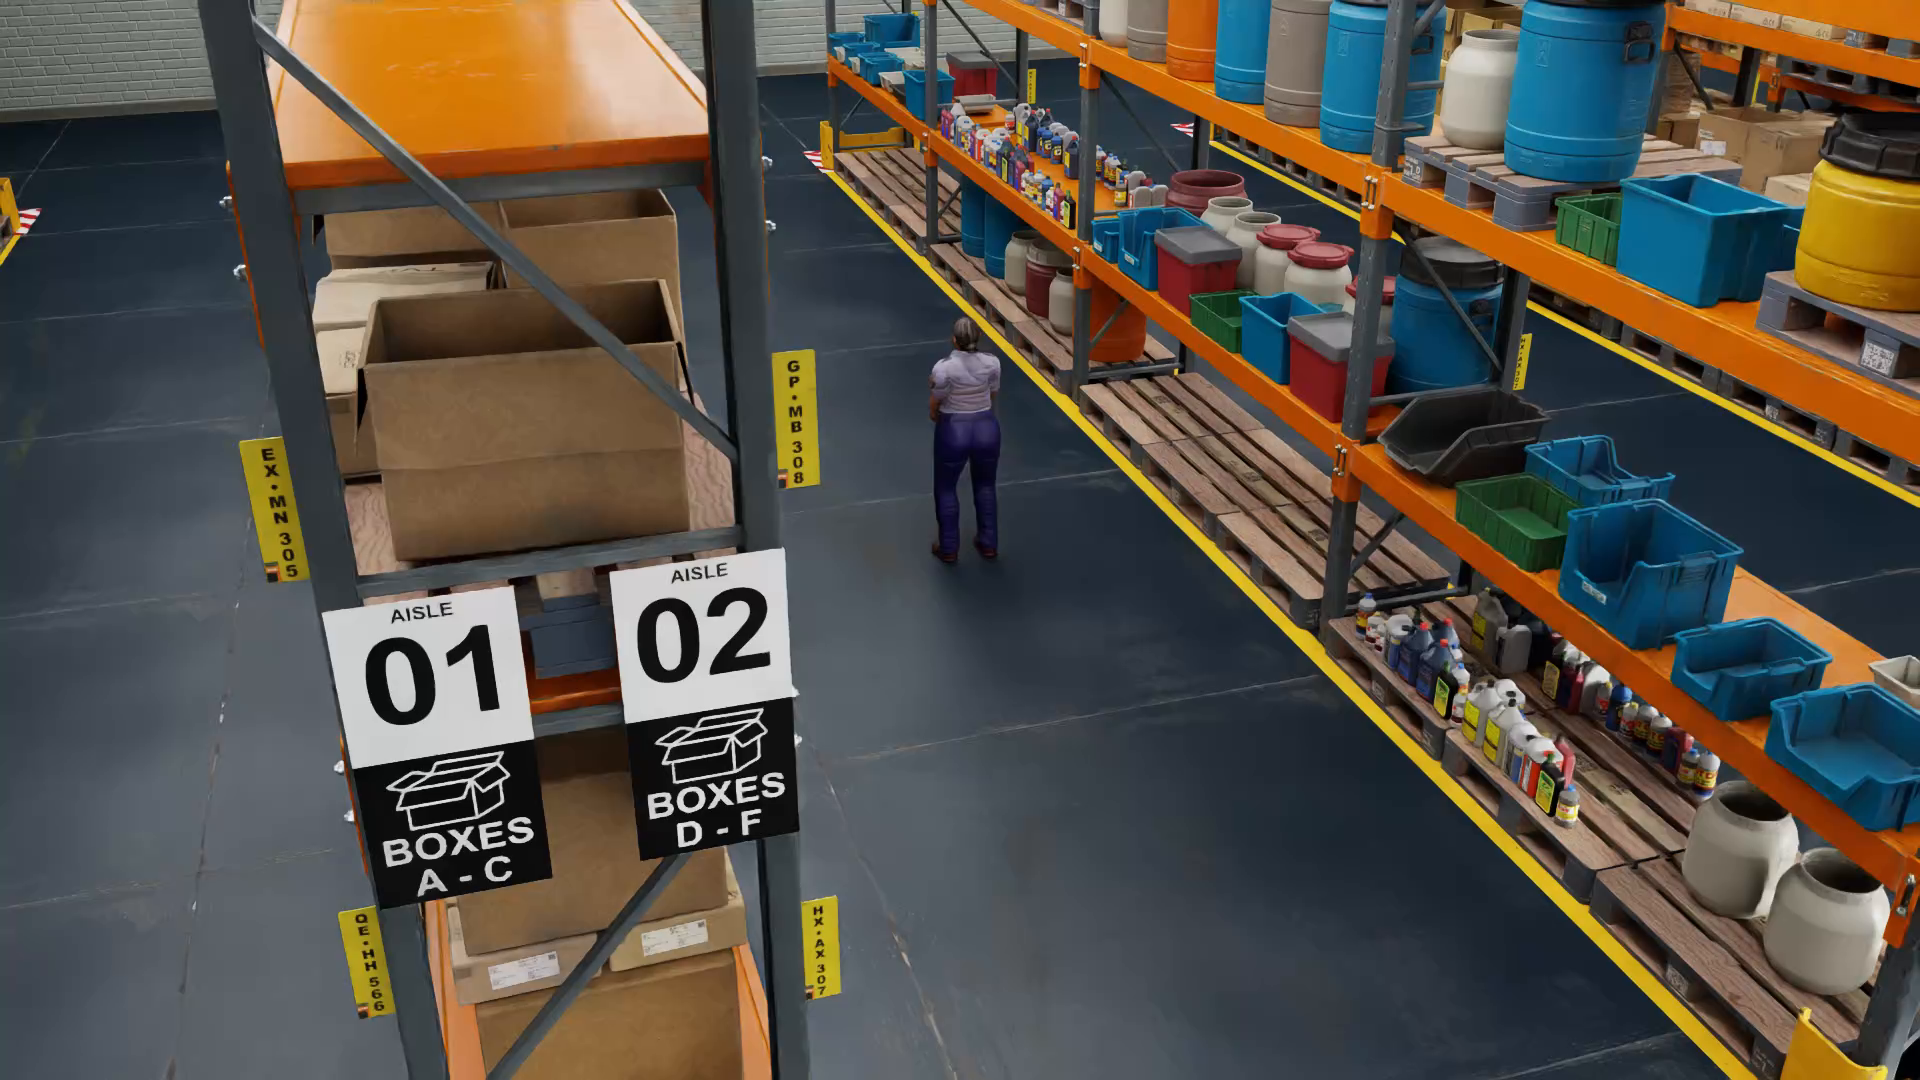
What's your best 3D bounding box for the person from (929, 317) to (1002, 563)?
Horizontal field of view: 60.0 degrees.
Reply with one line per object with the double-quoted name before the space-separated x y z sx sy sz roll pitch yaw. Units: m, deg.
"person" 0.010 -0.668 10.492 0.452 1.627 0.517 -8 28 -16
